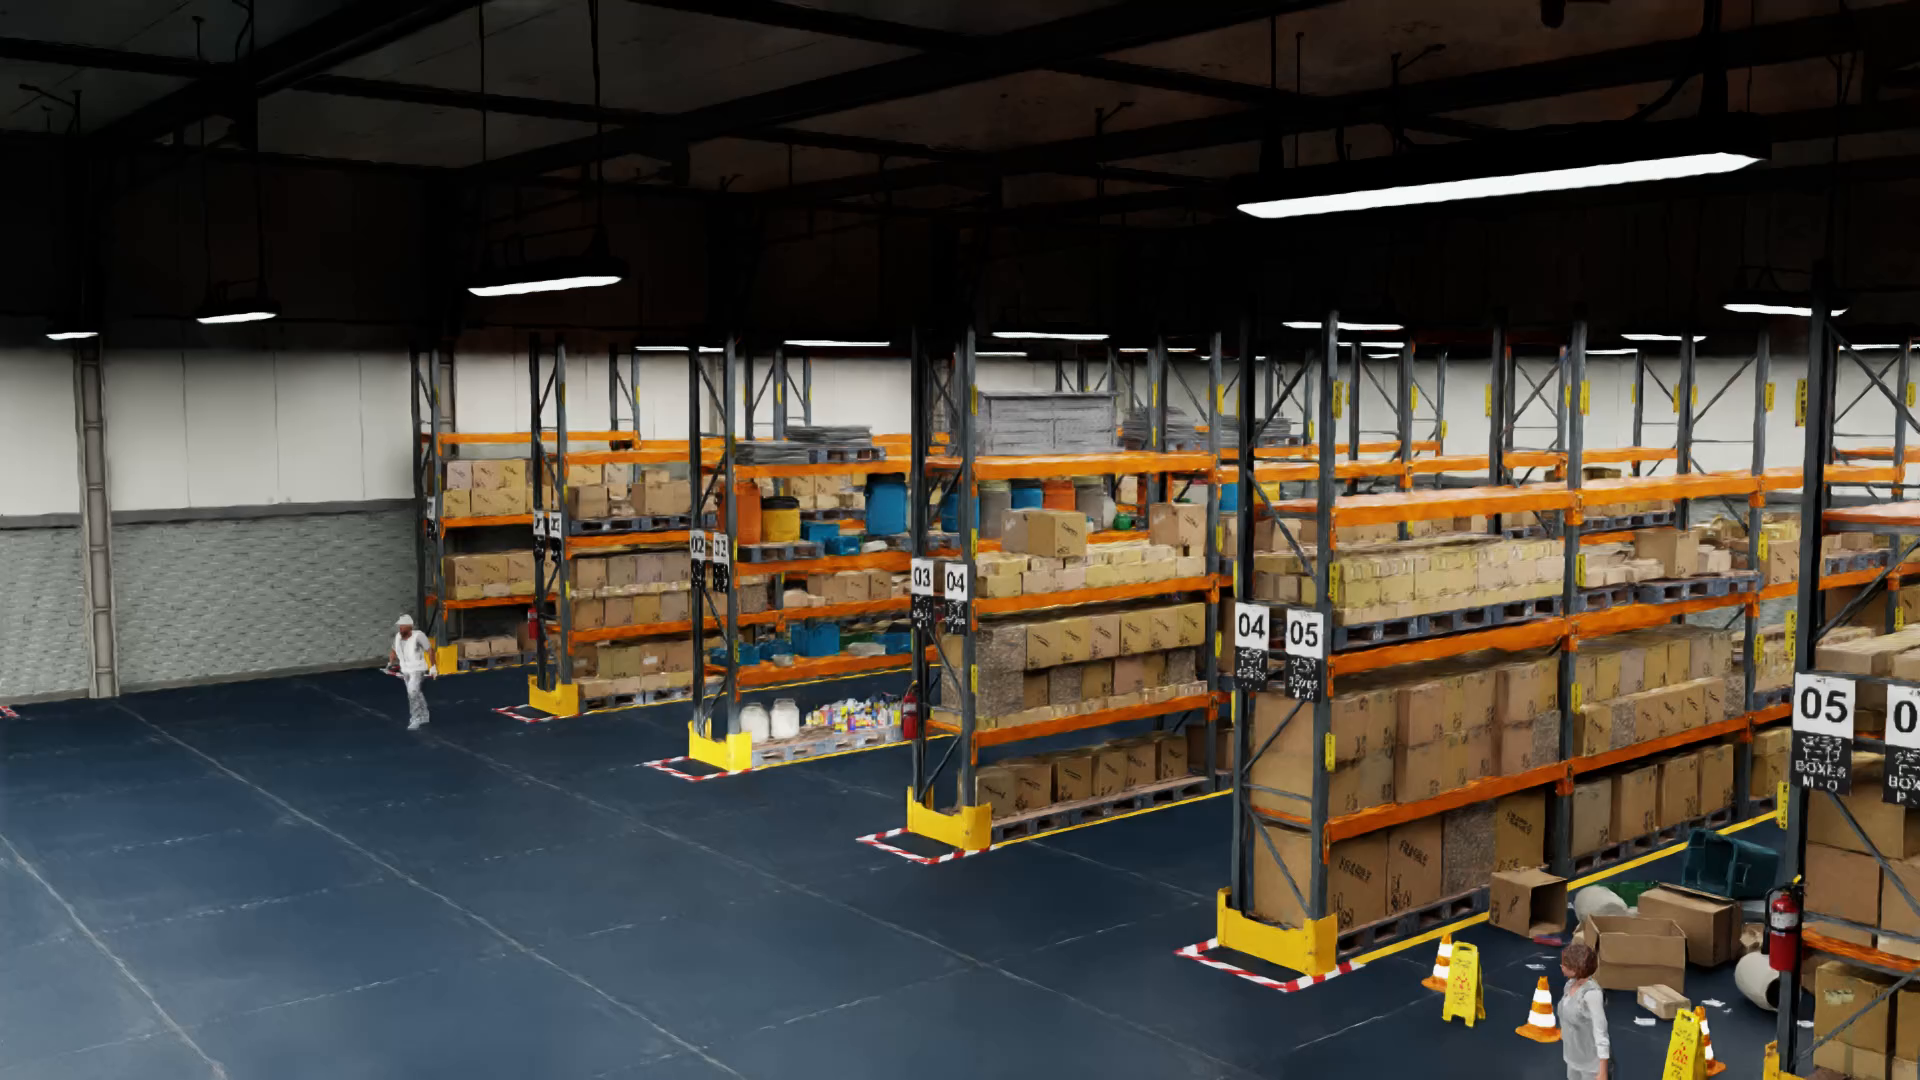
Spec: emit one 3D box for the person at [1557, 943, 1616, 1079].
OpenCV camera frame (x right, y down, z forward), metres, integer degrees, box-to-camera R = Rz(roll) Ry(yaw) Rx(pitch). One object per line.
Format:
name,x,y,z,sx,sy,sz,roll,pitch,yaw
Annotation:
person,4.116,3.390,10.711,0.499,1.588,0.474,0,5,-1

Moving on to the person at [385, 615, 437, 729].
person,-8.277,1.974,25.147,0.689,1.724,0.773,3,6,30
